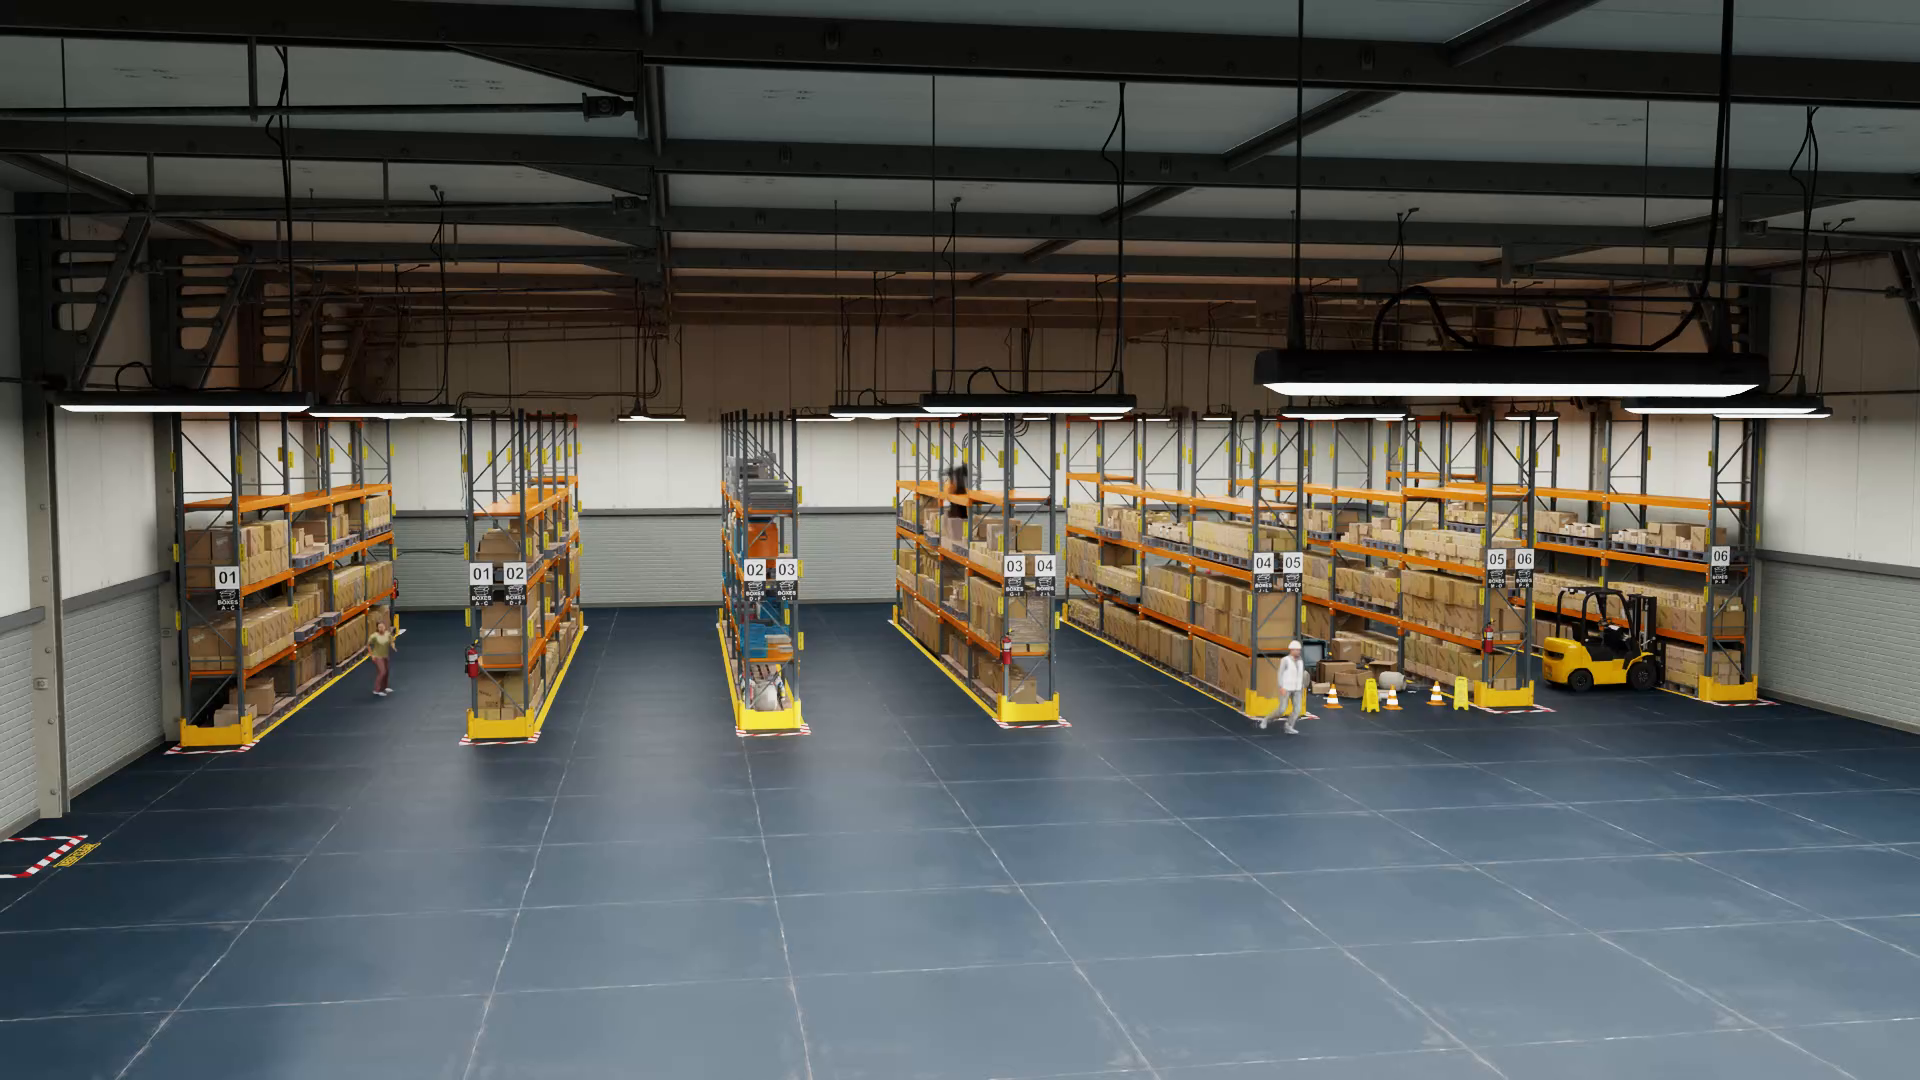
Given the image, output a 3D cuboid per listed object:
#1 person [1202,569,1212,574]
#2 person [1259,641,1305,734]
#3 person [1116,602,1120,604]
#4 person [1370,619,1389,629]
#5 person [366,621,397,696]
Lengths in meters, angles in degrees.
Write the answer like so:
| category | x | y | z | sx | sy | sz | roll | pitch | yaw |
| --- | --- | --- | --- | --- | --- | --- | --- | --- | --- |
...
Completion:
| category | x | y | z | sx | sy | sz | roll | pitch | yaw |
| --- | --- | --- | --- | --- | --- | --- | --- | --- | --- |
| person | 6.885 | 1.654 | 45.748 | 0.619 | 1.724 | 0.970 | -3 | 5 | -33 |
| person | 5.983 | 2.715 | 30.718 | 0.807 | 1.713 | 0.584 | -2 | 4 | -27 |
| person | 4.989 | 1.346 | 50.527 | 0.873 | 1.673 | 0.622 | -2 | 4 | -23 |
| person | 11.664 | 1.631 | 46.325 | 0.682 | 1.733 | 0.812 | -3 | 5 | -36 |
| person | -12.207 | 2.489 | 35.187 | 0.744 | 1.608 | 0.612 | 2 | 5 | 30 |
